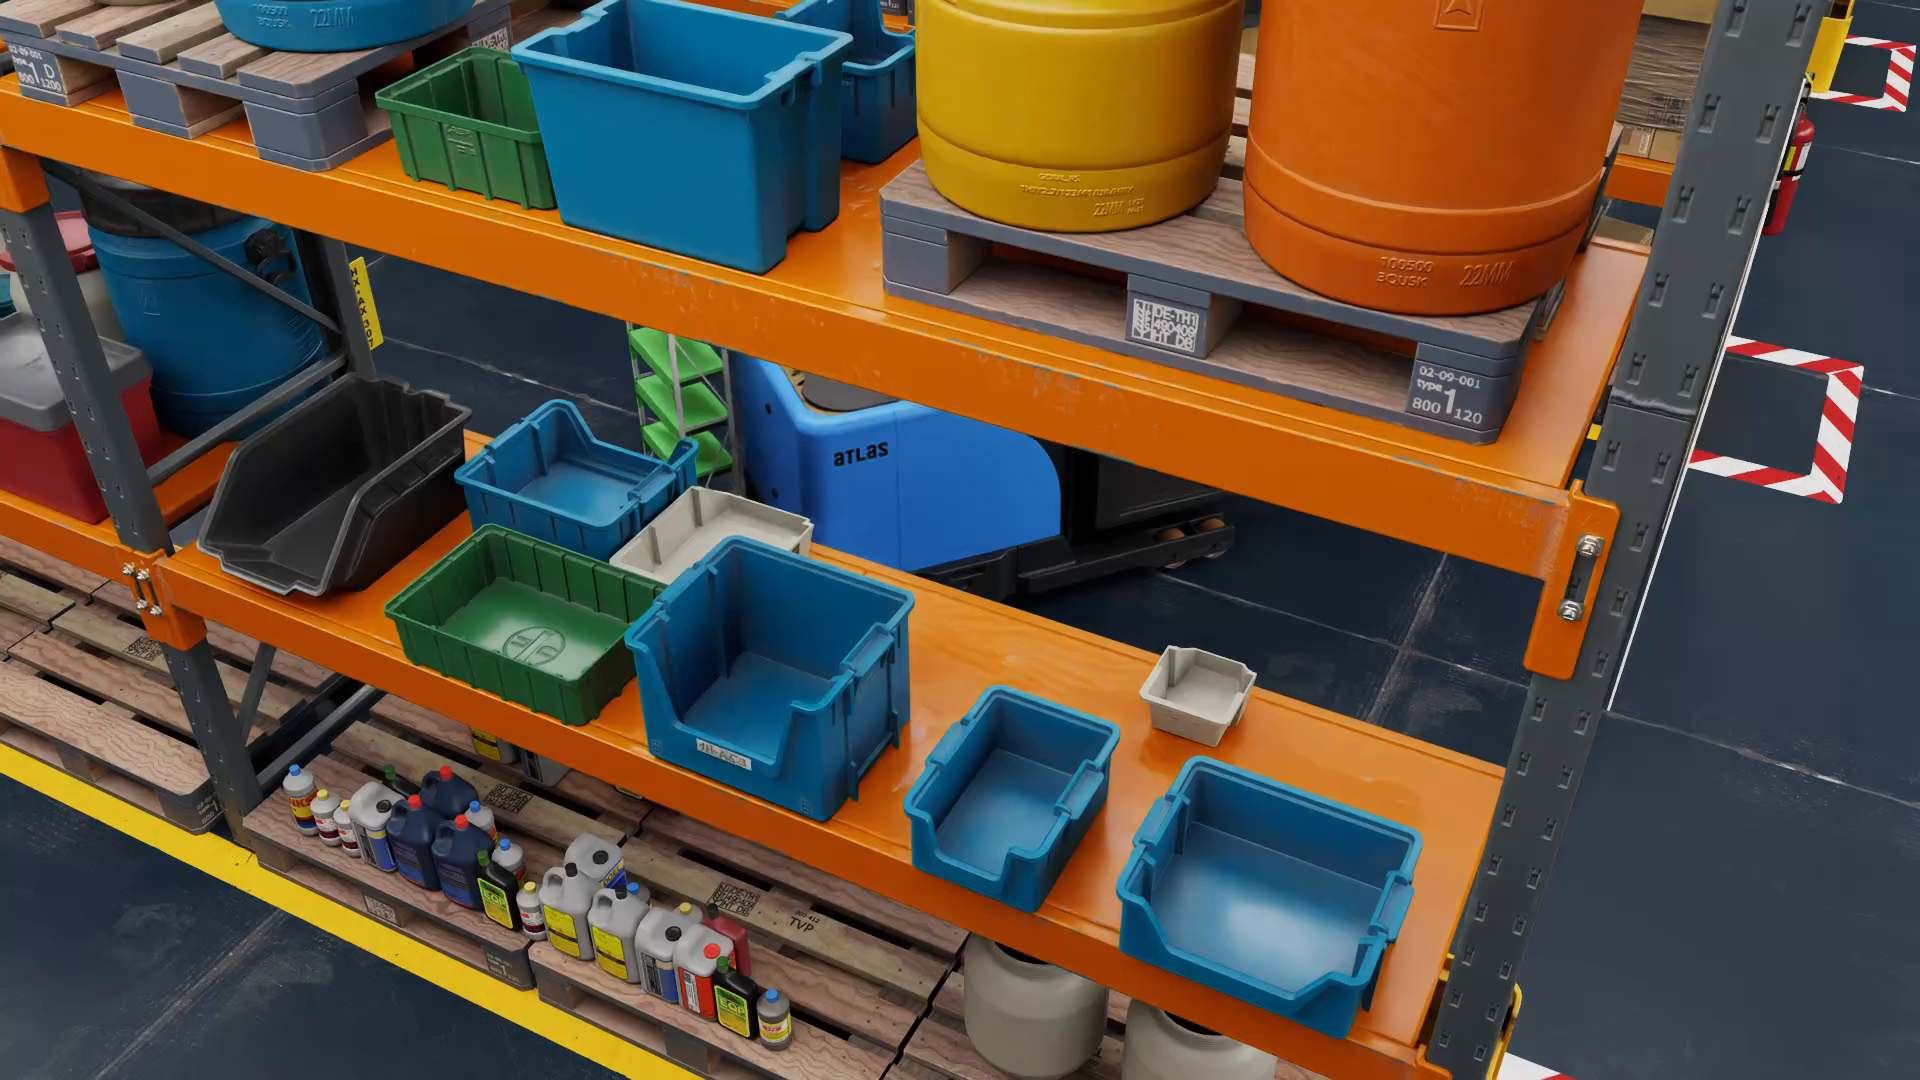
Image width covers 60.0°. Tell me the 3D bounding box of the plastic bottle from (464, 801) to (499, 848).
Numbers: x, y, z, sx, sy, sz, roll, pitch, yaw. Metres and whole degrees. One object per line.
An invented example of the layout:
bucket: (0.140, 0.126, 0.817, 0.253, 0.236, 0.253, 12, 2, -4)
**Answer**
plastic bottle: (-1.555, 0.954, 5.405, 0.097, 0.271, 0.097, 0, 37, 0)

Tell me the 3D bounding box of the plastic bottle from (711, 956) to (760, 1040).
plastic bottle: (-0.658, 1.341, 4.886, 0.133, 0.283, 0.061, 18, 41, 23)

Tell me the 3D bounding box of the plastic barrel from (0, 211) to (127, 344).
plastic barrel: (-3.014, -0.818, 5.735, 0.433, 0.535, 0.433, 0, 37, 0)

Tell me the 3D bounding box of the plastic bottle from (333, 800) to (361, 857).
plastic bottle: (-2.003, 0.939, 5.482, 0.097, 0.201, 0.097, 0, 37, 0)

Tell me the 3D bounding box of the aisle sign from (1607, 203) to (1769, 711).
aisle sign: (1.214, -0.124, 2.783, 0.004, 0.787, 0.394, 17, 41, 21)

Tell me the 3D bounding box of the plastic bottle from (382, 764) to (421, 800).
plastic bottle: (-1.836, 0.868, 5.508, 0.133, 0.283, 0.061, 17, 41, 21)

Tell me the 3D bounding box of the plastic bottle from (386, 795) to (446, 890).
plastic bottle: (-1.739, 0.947, 5.349, 0.185, 0.351, 0.144, 18, 41, 23)

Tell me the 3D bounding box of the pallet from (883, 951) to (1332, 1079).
pallet: (0.479, 1.618, 4.944, 1.213, 0.211, 1.003, 17, 41, 21)

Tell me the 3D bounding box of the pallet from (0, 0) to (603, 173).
pallet: (-1.580, -1.352, 4.225, 1.003, 0.211, 1.213, 17, 41, 21)

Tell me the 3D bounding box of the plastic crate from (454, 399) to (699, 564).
plastic crate: (-1.158, -0.159, 5.102, 0.616, 0.251, 0.499, 17, 41, 21)

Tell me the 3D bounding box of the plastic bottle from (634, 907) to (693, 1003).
plastic bottle: (-0.880, 1.243, 5.021, 0.135, 0.276, 0.152, 16, 40, 20)

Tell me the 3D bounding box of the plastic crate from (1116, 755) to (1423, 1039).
plastic crate: (0.705, 0.813, 3.822, 0.616, 0.251, 0.499, 17, 41, 21)

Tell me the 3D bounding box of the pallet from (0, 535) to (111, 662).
pallet: (-4.068, 0.194, 6.820, 1.213, 0.211, 1.003, 17, 41, 21)

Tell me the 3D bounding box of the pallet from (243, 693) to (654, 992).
pallet: (-1.688, 0.939, 5.838, 1.213, 0.211, 1.003, 17, 41, 21)

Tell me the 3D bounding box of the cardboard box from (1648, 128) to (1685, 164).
cardboard box: (3.216, -1.796, 7.343, 0.250, 0.149, 0.380, 17, 41, 21)

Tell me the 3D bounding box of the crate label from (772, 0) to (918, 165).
crate label: (-0.224, -1.102, 3.862, 0.408, 0.251, 0.502, 17, 41, 21)

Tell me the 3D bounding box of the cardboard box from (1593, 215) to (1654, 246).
cardboard box: (3.018, -1.282, 8.178, 0.500, 0.500, 0.500, 25, 44, 29)

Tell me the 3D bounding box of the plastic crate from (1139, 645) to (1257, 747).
plastic crate: (0.640, 0.415, 4.440, 0.250, 0.136, 0.298, 17, 41, 21)

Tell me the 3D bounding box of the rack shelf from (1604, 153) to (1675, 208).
rack shelf: (1.788, -2.197, 8.258, 4.000, 0.370, 1.077, 17, 41, 21)

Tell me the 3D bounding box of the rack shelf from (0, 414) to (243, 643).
rack shelf: (-4.041, -0.650, 6.220, 4.000, 0.370, 1.077, 17, 41, 21)

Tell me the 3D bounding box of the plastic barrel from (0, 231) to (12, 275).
plastic barrel: (-3.665, -1.022, 6.003, 0.433, 0.535, 0.433, 0, 37, 0)

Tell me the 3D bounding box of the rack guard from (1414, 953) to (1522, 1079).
rack guard: (1.198, 1.732, 4.555, 0.348, 0.500, 1.175, 17, 41, 21)

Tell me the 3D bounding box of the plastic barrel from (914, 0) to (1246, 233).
plastic barrel: (0.216, -0.954, 3.042, 0.600, 0.588, 0.600, 0, 37, 0)

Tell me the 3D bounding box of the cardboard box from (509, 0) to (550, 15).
cardboard box: (-2.455, -3.318, 10.223, 0.500, 0.250, 0.500, 22, 42, 26)

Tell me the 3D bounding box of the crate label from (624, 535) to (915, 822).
crate label: (-0.472, 0.351, 4.277, 0.616, 0.435, 0.502, 17, 41, 21)

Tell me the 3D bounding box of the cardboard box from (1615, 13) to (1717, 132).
cardboard box: (3.089, -2.253, 7.409, 0.500, 0.500, 0.875, 17, 41, 21)

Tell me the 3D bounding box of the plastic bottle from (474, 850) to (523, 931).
plastic bottle: (-1.444, 1.094, 5.210, 0.133, 0.283, 0.061, 19, 41, 23)

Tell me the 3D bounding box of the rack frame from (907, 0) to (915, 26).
rack frame: (0.013, -3.040, 8.773, 0.127, 3.000, 1.000, 17, 41, 21)

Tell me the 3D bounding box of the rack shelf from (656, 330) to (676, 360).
rack shelf: (-1.175, -0.938, 6.805, 0.258, 0.148, 0.480, -20, 42, -24)

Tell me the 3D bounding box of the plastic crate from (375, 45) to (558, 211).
plastic crate: (-0.989, -0.906, 3.657, 0.450, 0.188, 0.336, 17, 41, 21)

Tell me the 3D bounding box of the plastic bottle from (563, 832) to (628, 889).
plastic bottle: (-1.148, 1.061, 5.261, 0.135, 0.276, 0.152, 17, 41, 21)

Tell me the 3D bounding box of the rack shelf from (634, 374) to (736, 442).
rack shelf: (-1.175, -0.556, 7.096, 0.258, 0.148, 0.480, -20, 42, -24)

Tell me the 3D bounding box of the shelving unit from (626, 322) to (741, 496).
shelving unit: (-1.175, -0.607, 7.057, 0.258, 1.200, 0.503, -20, 42, -24)

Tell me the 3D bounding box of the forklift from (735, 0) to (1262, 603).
forklift: (0.635, -1.330, 6.578, 3.031, 2.935, 1.130, -14, 39, -17)

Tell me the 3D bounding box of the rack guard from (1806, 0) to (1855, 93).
rack guard: (5.957, -3.560, 11.526, 0.348, 0.500, 1.175, 17, 41, 21)

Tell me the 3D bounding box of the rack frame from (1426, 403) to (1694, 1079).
rack frame: (1.287, 0.732, 3.805, 0.127, 3.000, 1.000, 17, 41, 21)

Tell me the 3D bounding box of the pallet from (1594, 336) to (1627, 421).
pallet: (2.792, -1.083, 8.502, 1.213, 0.211, 1.003, 17, 41, 21)

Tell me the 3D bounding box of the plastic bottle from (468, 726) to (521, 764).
plastic bottle: (-1.627, 0.601, 5.804, 0.185, 0.351, 0.144, 17, 41, 21)

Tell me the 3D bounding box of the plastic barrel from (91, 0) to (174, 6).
plastic barrel: (-1.973, -1.562, 3.906, 0.421, 0.512, 0.421, 0, 37, 0)

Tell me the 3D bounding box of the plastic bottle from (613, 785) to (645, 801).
plastic bottle: (-1.128, 0.756, 5.656, 0.133, 0.283, 0.061, 17, 41, 21)

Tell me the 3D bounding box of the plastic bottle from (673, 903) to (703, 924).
plastic bottle: (-0.839, 1.200, 5.138, 0.097, 0.201, 0.097, 0, 37, 0)

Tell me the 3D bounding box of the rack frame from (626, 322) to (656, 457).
rack frame: (-1.301, -0.733, 7.224, 0.240, 1.200, 0.015, -20, 42, -24)

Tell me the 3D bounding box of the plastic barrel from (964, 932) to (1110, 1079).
plastic barrel: (0.222, 1.274, 4.801, 0.421, 0.512, 0.421, 0, 37, 0)

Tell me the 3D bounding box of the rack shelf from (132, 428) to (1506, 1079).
rack shelf: (-0.489, 0.462, 4.755, 4.000, 0.370, 1.077, 17, 41, 21)

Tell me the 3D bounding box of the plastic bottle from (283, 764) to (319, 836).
plastic bottle: (-2.184, 0.855, 5.535, 0.097, 0.271, 0.097, 0, 37, 0)

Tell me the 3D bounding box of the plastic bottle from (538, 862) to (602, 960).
plastic bottle: (-1.194, 1.117, 5.124, 0.185, 0.351, 0.144, 17, 40, 21)
